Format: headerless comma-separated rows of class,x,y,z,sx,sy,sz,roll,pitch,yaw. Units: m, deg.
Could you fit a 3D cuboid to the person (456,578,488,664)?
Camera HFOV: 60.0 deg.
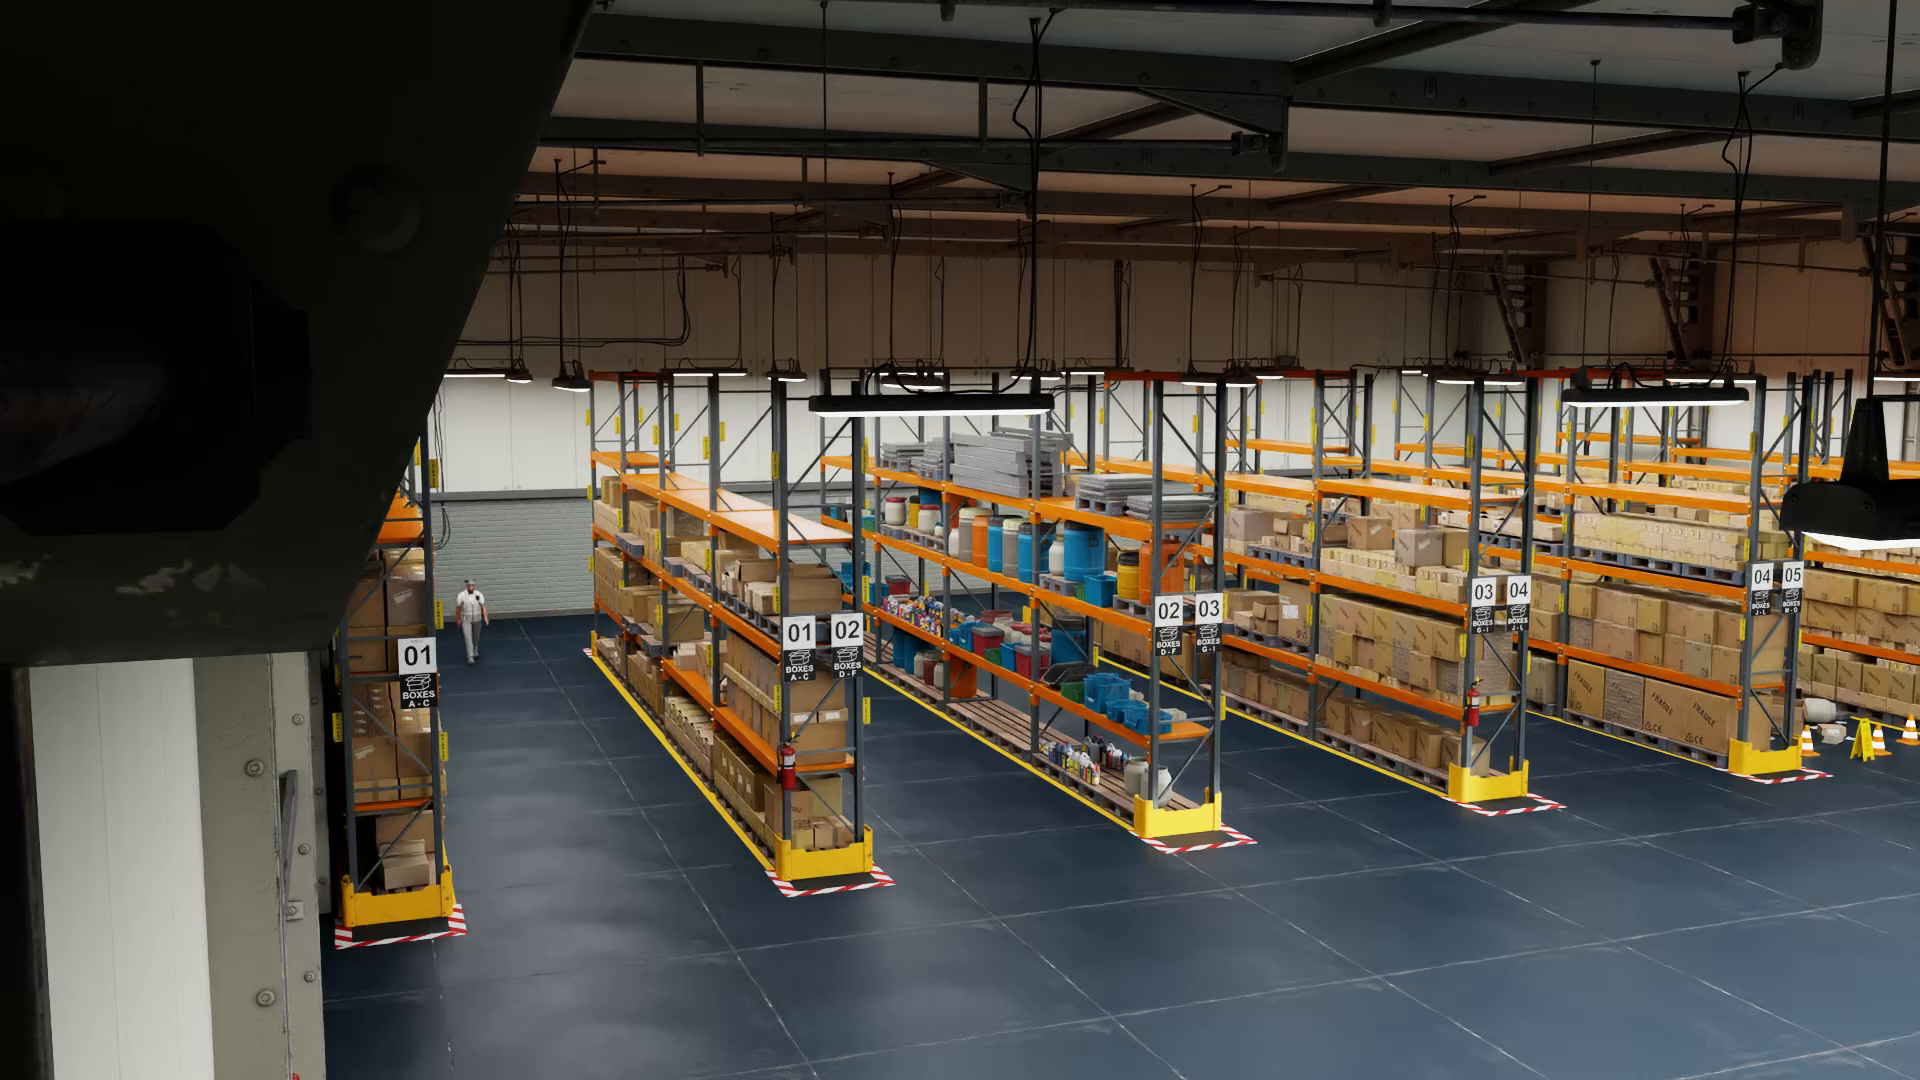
person,-10.076,1.632,34.327,0.618,1.708,1.078,-3,7,-23

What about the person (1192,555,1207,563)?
person,6.168,0.741,42.849,0.423,1.590,0.421,3,7,24
